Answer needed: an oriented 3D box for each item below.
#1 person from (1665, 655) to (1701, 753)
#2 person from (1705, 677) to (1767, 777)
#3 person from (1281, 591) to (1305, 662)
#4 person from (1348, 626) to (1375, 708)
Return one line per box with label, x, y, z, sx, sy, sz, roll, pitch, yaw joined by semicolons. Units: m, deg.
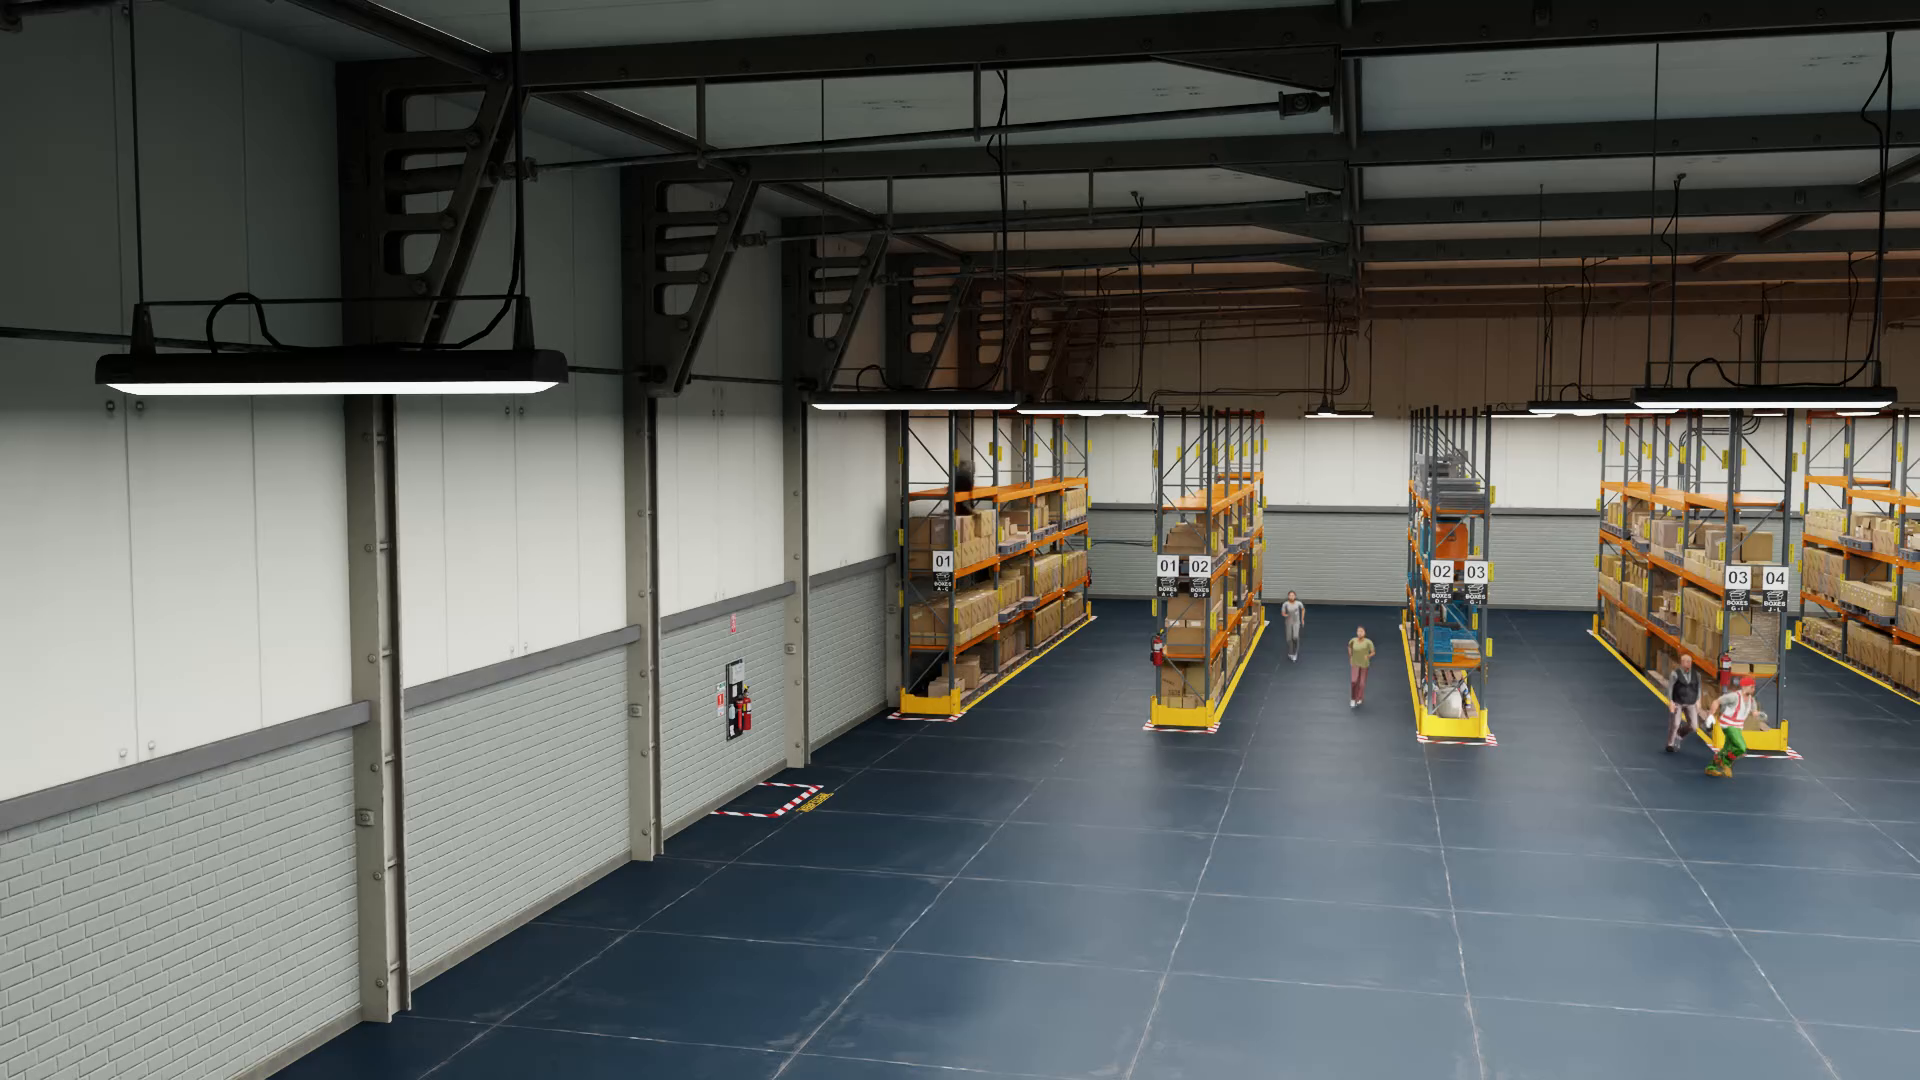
person;12.434;2.806;28.580;0.587;1.693;0.489;0;4;0
person;12.336;2.981;26.452;0.702;1.648;0.961;-3;5;-33
person;7.938;2.047;39.666;0.537;1.691;0.793;1;4;13
person;7.992;2.523;33.135;0.538;1.651;0.727;1;4;17
